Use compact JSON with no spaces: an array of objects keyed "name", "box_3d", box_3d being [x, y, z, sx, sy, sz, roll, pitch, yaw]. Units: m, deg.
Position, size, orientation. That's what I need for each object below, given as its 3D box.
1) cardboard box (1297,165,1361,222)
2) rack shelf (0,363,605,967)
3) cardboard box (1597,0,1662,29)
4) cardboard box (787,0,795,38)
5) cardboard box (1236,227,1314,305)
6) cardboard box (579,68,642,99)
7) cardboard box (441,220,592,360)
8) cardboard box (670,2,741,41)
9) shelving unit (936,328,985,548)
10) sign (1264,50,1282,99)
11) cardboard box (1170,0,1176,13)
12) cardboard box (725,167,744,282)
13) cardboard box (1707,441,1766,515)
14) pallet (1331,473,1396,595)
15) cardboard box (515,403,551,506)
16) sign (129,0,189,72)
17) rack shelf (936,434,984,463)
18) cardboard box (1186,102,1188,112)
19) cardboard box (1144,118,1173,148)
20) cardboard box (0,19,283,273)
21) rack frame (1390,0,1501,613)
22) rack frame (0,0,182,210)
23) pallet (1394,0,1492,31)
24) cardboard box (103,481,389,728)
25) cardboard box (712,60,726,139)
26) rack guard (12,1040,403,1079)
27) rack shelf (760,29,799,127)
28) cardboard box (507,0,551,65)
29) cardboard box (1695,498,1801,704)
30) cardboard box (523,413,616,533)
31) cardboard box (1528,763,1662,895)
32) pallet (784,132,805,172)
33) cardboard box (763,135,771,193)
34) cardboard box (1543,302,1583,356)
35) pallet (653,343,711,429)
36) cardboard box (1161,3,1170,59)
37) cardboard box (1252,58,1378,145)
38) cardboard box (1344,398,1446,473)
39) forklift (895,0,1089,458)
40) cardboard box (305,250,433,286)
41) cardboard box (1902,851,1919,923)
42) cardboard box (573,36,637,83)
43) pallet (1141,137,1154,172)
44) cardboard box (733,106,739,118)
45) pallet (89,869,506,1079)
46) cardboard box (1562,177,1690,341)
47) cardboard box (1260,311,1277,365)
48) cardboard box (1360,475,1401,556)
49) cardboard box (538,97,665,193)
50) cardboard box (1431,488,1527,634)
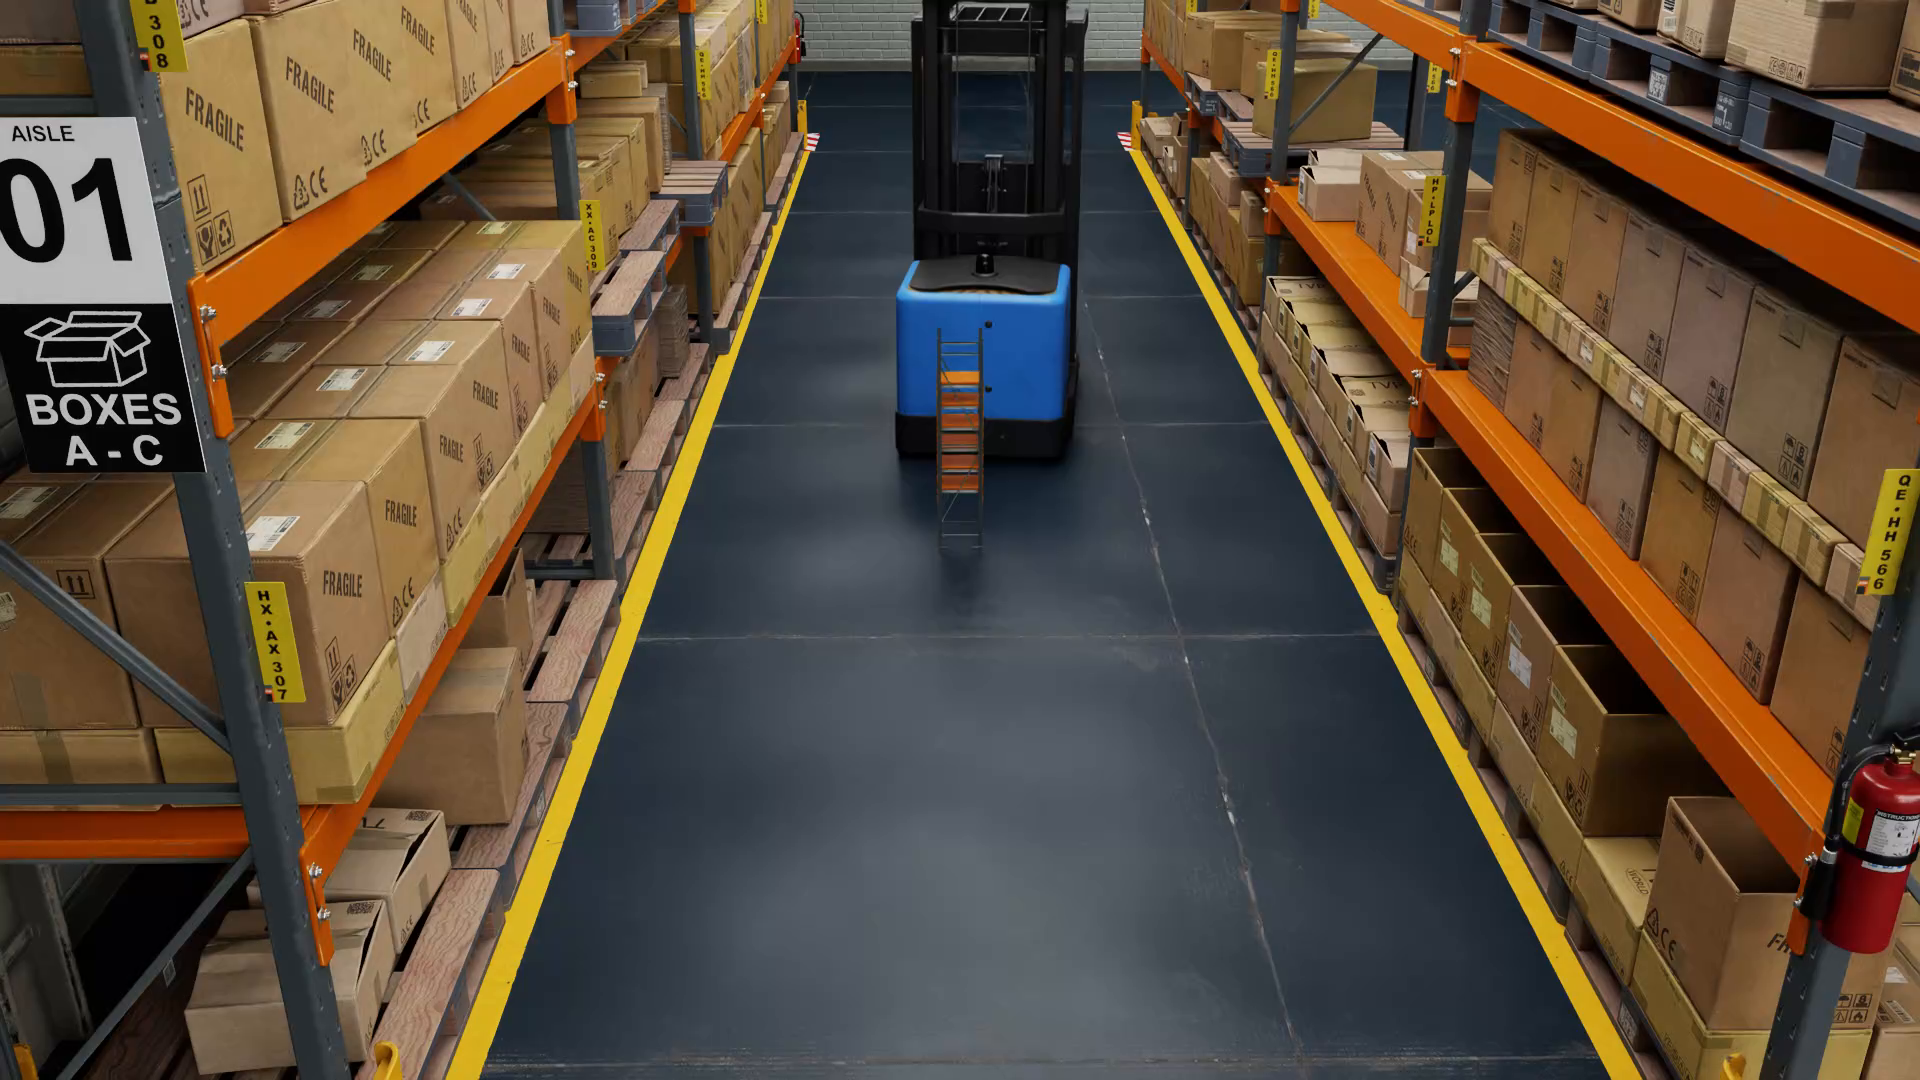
[{"name":"cardboard box","box_3d":[2.486,-2.264,10.725,0.500,0.311,0.500,-1,24,-1]},{"name":"rack shelf","box_3d":[-2.218,0.150,6.152,1.077,0.370,4.000,0,24,-1]},{"name":"cardboard box","box_3d":[2.605,-2.016,5.623,0.797,0.503,0.637,2,24,5]},{"name":"cardboard box","box_3d":[-2.355,-5.874,18.233,0.980,0.700,0.700,1,24,2]},{"name":"cardboard box","box_3d":[2.425,-2.120,12.798,0.500,0.500,0.500,1,24,2]},{"name":"cardboard box","box_3d":[-2.231,-2.918,10.619,0.380,0.149,0.250,-4,25,-9]},{"name":"cardboard box","box_3d":[-1.925,-1.091,7.271,0.500,0.500,0.500,0,24,-1]},{"name":"cardboard box","box_3d":[-2.065,-4.219,13.521,0.500,0.250,0.500,0,24,0]},{"name":"shelving unit","box_3d":[0.000,-0.541,8.990,0.258,1.200,0.189,0,24,-1]},{"name":"sign","box_3d":[2.127,-3.160,11.287,0.100,0.325,0.005,0,24,-1]},{"name":"cardboard box","box_3d":[2.348,-5.450,16.325,0.500,0.500,0.500,0,24,0]},{"name":"cardboard box","box_3d":[-2.164,-2.527,13.297,0.750,0.750,0.750,0,24,-1]},{"name":"cardboard box","box_3d":[2.555,-0.193,5.127,0.380,0.149,0.250,0,24,0]},{"name":"pallet","box_3d":[2.666,-0.059,9.124,1.003,0.211,1.213,0,24,-1]},{"name":"cardboard box","box_3d":[-1.914,-0.337,6.512,0.500,0.250,0.500,0,24,-1]},{"name":"sign","box_3d":[-1.654,-1.122,3.389,0.100,0.325,0.005,0,24,-1]},{"name":"rack shelf","box_3d":[0.000,-0.500,9.008,0.258,0.103,0.180,0,24,-1]},{"name":"cardboard box","box_3d":[2.835,-4.810,18.744,0.500,0.500,0.500,0,24,-1]},{"name":"cardboard box","box_3d":[2.310,-4.487,18.334,0.500,0.250,0.500,0,24,-1]},{"name":"cardboard box","box_3d":[-1.950,-0.914,3.846,0.500,0.500,0.500,0,24,1]},{"name":"rack frame","box_3d":[2.713,-1.026,7.879,1.000,3.000,0.127,0,24,-1]},{"name":"rack frame","box_3d":[-2.196,-2.088,2.946,1.000,3.000,0.127,0,24,-1]},{"name":"pallet","box_3d":[2.691,-2.669,8.104,0.805,0.209,1.217,-1,24,-3]},{"name":"cardboard box","box_3d":[-1.901,0.165,4.492,0.500,0.500,0.500,0,24,0]},{"name":"cardboard box","box_3d":[-2.029,-3.258,12.307,0.500,0.500,0.500,1,24,1]},{"name":"rack guard","box_3d":[-2.197,1.753,4.766,1.175,0.500,0.348,0,24,-1]},{"name":"rack shelf","box_3d":[-2.349,-4.795,17.085,1.077,0.370,4.000,0,24,-1]},{"name":"cardboard box","box_3d":[-1.987,-2.216,6.724,0.500,0.500,0.500,0,24,1]},{"name":"cardboard box","box_3d":[2.754,0.168,5.118,0.700,0.500,0.500,0,24,1]},{"name":"cardboard box","box_3d":[-2.265,-0.367,8.921,0.700,0.500,0.500,1,24,1]},{"name":"cardboard box","box_3d":[2.431,1.052,6.111,0.500,0.250,0.500,0,24,-1]},{"name":"pallet","box_3d":[-2.284,-4.347,18.606,1.003,0.211,1.213,0,24,-1]},{"name":"cardboard box","box_3d":[-2.233,-3.660,16.226,0.700,0.500,0.500,0,24,0]},{"name":"cardboard box","box_3d":[2.535,-0.835,6.547,0.380,0.149,0.250,-1,24,-2]},{"name":"pallet","box_3d":[-2.276,-1.058,11.333,1.003,0.211,1.213,0,24,-1]},{"name":"cardboard box","box_3d":[2.341,-5.207,17.002,0.500,0.500,0.500,0,24,0]},{"name":"cardboard box","box_3d":[2.550,-3.170,11.989,0.700,0.500,0.500,-9,26,-18]},{"name":"cardboard box","box_3d":[2.410,-0.600,9.084,0.500,0.311,0.500,0,24,1]},{"name":"forklift","box_3d":[0.263,-2.413,11.028,1.130,2.935,3.031,2,24,5]},{"name":"cardboard box","box_3d":[-2.442,-0.877,6.797,0.500,0.500,0.500,0,24,-1]},{"name":"cardboard box","box_3d":[2.966,0.914,5.506,0.500,0.500,0.500,0,24,-1]},{"name":"cardboard box","box_3d":[-2.548,-3.368,11.641,0.500,0.250,0.500,0,24,1]},{"name":"pallet","box_3d":[2.593,-4.340,18.591,1.003,0.211,1.213,0,24,-1]},{"name":"cardboard box","box_3d":[-2.058,-3.635,13.928,0.380,0.149,0.250,0,24,-1]},{"name":"pallet","box_3d":[-2.171,1.550,5.566,1.003,0.211,1.213,0,24,-1]},{"name":"cardboard box","box_3d":[2.736,-1.065,6.270,0.700,0.500,0.500,0,24,-1]},{"name":"cardboard box","box_3d":[2.382,-1.396,11.523,0.500,0.250,0.500,0,24,-1]},{"name":"cardboard box","box_3d":[2.419,-0.134,8.734,0.500,0.250,0.500,0,24,-1]},{"name":"cardboard box","box_3d":[-2.235,-2.473,10.422,0.700,0.500,0.500,-3,24,-6]},{"name":"cardboard box","box_3d":[2.419,0.092,7.323,0.500,0.500,0.500,0,24,-1]}]
